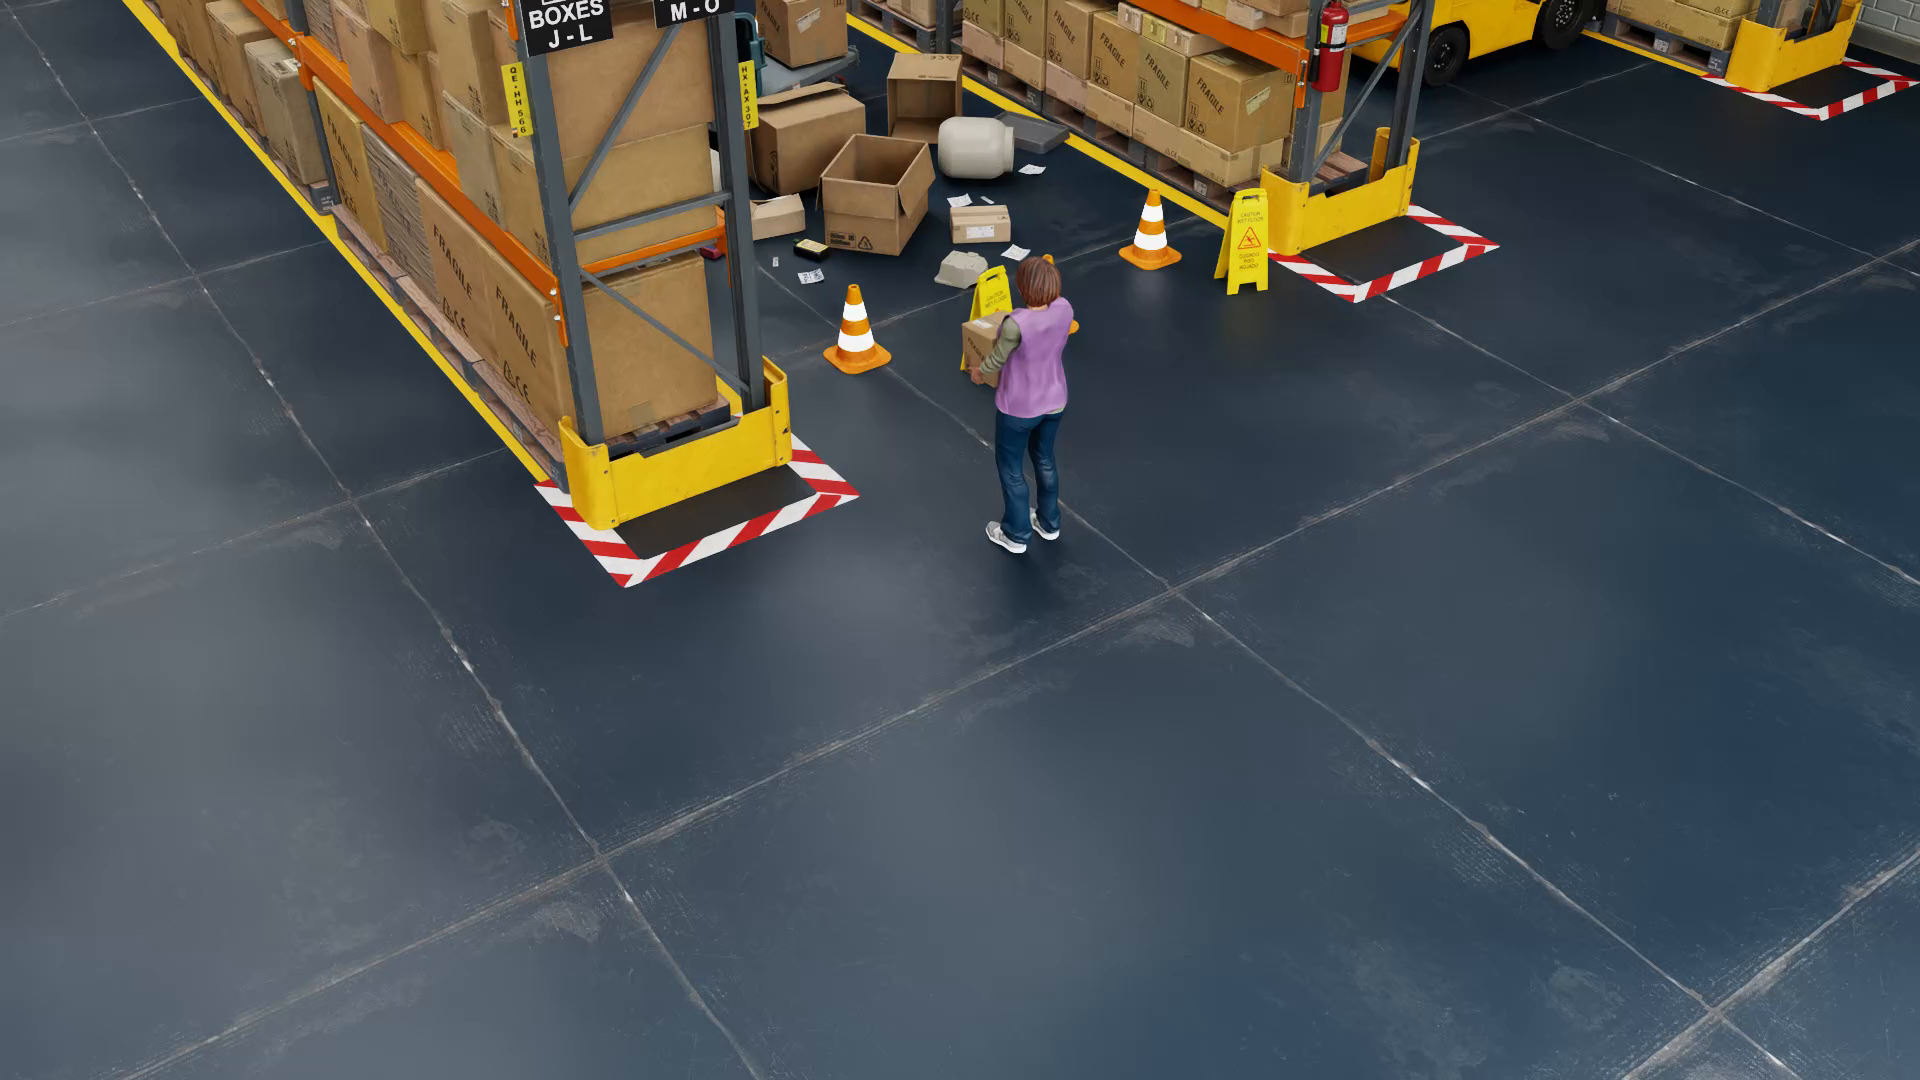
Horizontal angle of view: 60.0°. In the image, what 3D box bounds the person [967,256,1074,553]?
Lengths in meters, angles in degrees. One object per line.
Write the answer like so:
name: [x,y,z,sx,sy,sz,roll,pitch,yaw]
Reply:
person: [0.284,-0.683,7.923,0.405,1.589,0.500,-22,42,-27]
